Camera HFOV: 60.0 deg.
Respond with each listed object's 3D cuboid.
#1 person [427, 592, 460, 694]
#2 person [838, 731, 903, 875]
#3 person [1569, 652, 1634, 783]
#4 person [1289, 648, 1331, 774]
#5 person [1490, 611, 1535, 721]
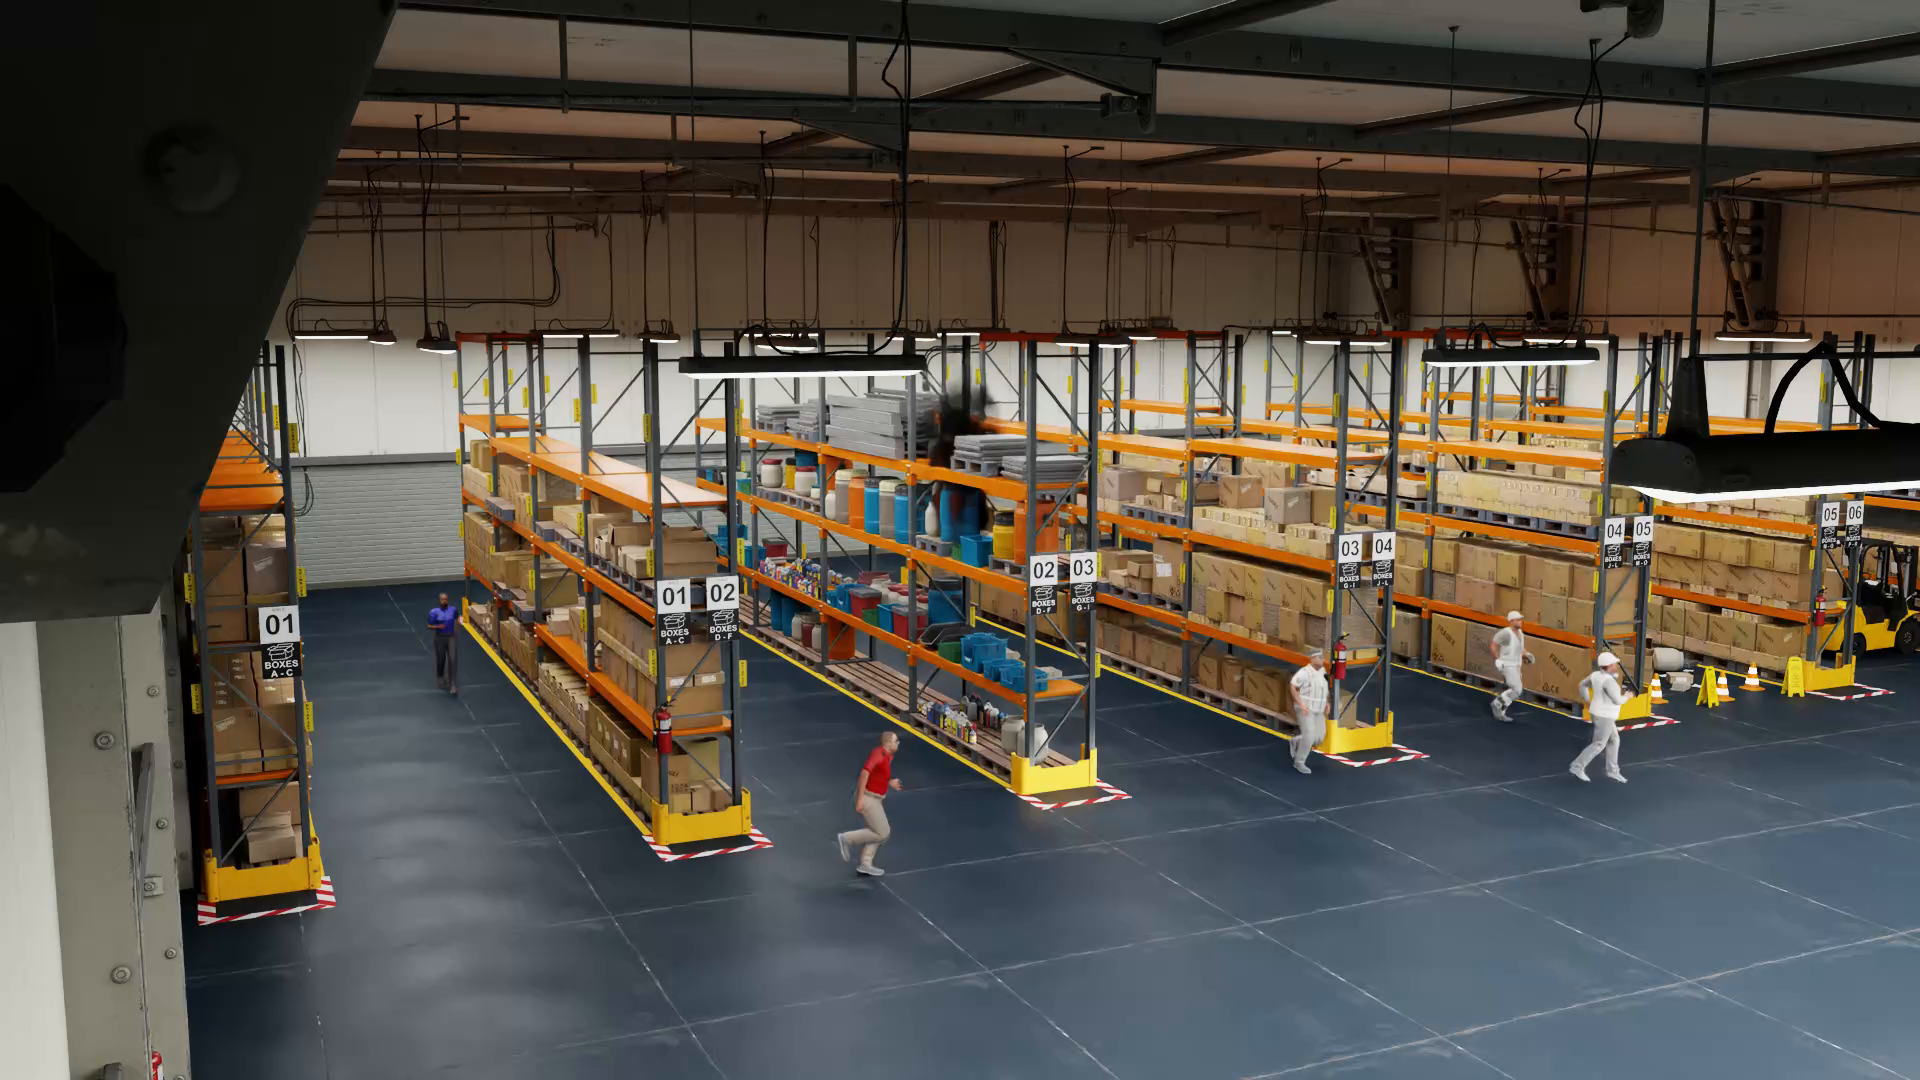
[{"bbox_3d":[-8.675,1.708,28.026,0.575,1.657,0.909,-4,9,-25],"label":"person"},{"bbox_3d":[-1.019,2.994,18.922,0.760,1.660,0.655,-1,8,-9],"label":"person"},{"bbox_3d":[8.686,2.417,22.511,0.828,1.828,0.658,0,8,3],"label":"person"},{"bbox_3d":[4.893,2.351,23.377,0.704,1.719,0.581,-6,10,-36],"label":"person"},{"bbox_3d":[8.648,1.975,25.950,0.660,1.746,0.559,-7,10,-41],"label":"person"}]
